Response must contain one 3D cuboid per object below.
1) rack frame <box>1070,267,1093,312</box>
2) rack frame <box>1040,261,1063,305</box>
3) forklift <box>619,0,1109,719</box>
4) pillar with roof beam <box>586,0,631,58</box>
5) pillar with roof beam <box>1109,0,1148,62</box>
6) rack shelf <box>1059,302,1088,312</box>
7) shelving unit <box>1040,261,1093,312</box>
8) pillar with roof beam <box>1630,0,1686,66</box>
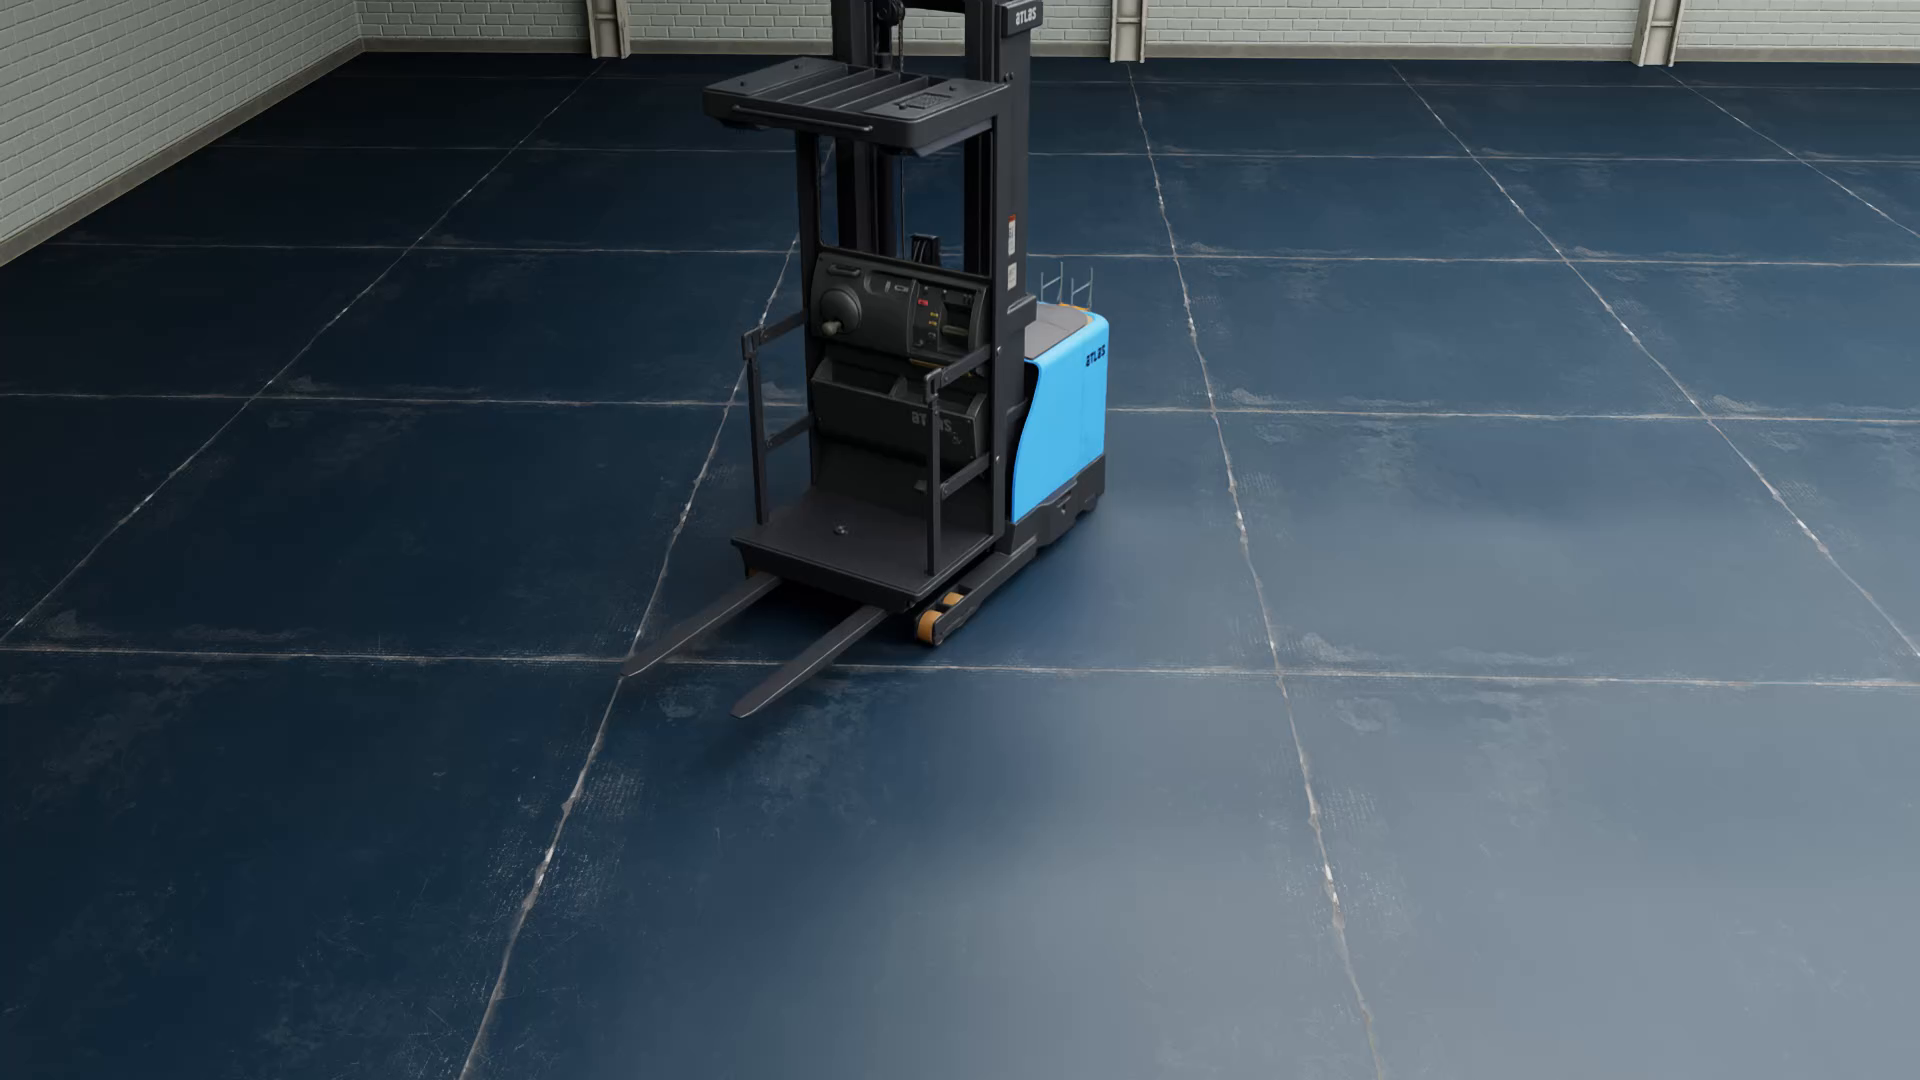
[{"bbox_3d":[0.650,-0.893,9.154,0.006,1.200,0.240,16,32,27],"label":"rack frame"},{"bbox_3d":[0.493,-0.938,9.238,0.006,1.200,0.240,16,32,27],"label":"rack frame"},{"bbox_3d":[-0.405,-1.047,7.596,1.130,2.935,3.031,16,32,27],"label":"forklift"},{"bbox_3d":[-4.223,-7.621,13.519,0.400,9.000,9.100,1,28,2],"label":"pillar with roof beam"},{"bbox_3d":[1.773,-7.522,13.332,0.400,9.000,9.100,1,28,2],"label":"pillar with roof beam"},{"bbox_3d":[0.572,-1.195,9.049,0.180,0.103,0.258,16,32,27],"label":"rack shelf"},{"bbox_3d":[0.572,-0.916,9.196,0.189,1.200,0.258,16,32,27],"label":"shelving unit"},{"bbox_3d":[7.769,-7.423,13.145,0.400,9.000,9.100,1,28,2],"label":"pillar with roof beam"}]
